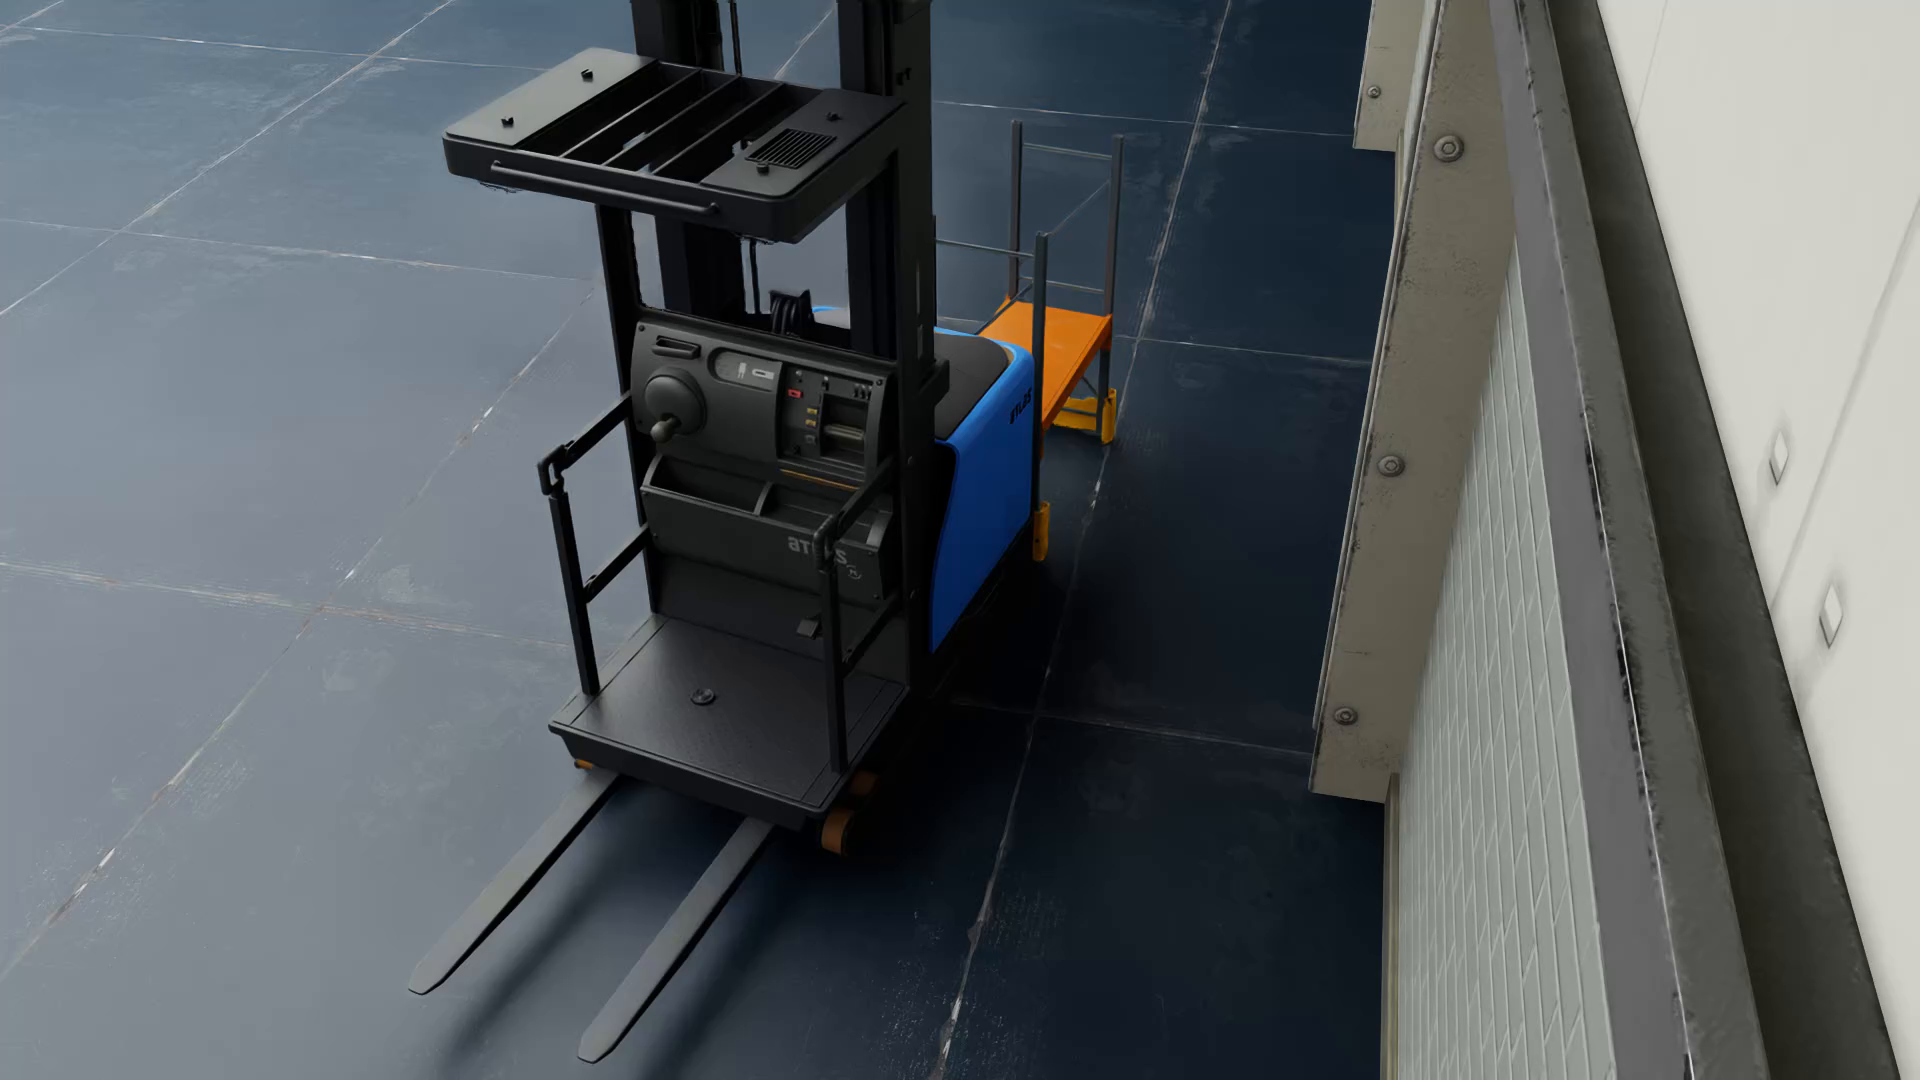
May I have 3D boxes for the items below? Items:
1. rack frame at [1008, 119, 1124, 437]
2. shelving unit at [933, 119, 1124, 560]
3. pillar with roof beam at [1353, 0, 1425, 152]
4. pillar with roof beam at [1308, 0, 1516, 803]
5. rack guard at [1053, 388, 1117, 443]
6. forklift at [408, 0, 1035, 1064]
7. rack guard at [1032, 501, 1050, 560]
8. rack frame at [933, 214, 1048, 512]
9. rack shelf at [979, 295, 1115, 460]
[{"bbox_3d":[0.459,-1.157,7.568,0.500,1.500,0.032,13,38,17],"label":"rack frame"},{"bbox_3d":[0.274,-0.873,7.177,0.587,1.500,1.083,13,38,17],"label":"shelving unit"},{"bbox_3d":[-1.475,-6.810,8.978,9.100,9.000,0.400,7,37,10],"label":"pillar with roof beam"},{"bbox_3d":[-2.757,-3.370,4.232,9.100,9.000,0.400,7,37,10],"label":"pillar with roof beam"},{"bbox_3d":[0.452,-0.640,7.920,0.587,0.250,0.087,13,38,17],"label":"rack guard"},{"bbox_3d":[-0.751,-0.390,5.290,1.130,2.935,3.031,14,38,19],"label":"forklift"},{"bbox_3d":[0.096,-0.094,7.167,0.587,0.250,0.087,13,38,17],"label":"rack guard"},{"bbox_3d":[0.095,-0.600,6.799,0.500,1.500,0.032,13,38,17],"label":"rack frame"},{"bbox_3d":[0.277,-0.733,7.289,0.538,0.185,1.000,13,38,17],"label":"rack shelf"}]
